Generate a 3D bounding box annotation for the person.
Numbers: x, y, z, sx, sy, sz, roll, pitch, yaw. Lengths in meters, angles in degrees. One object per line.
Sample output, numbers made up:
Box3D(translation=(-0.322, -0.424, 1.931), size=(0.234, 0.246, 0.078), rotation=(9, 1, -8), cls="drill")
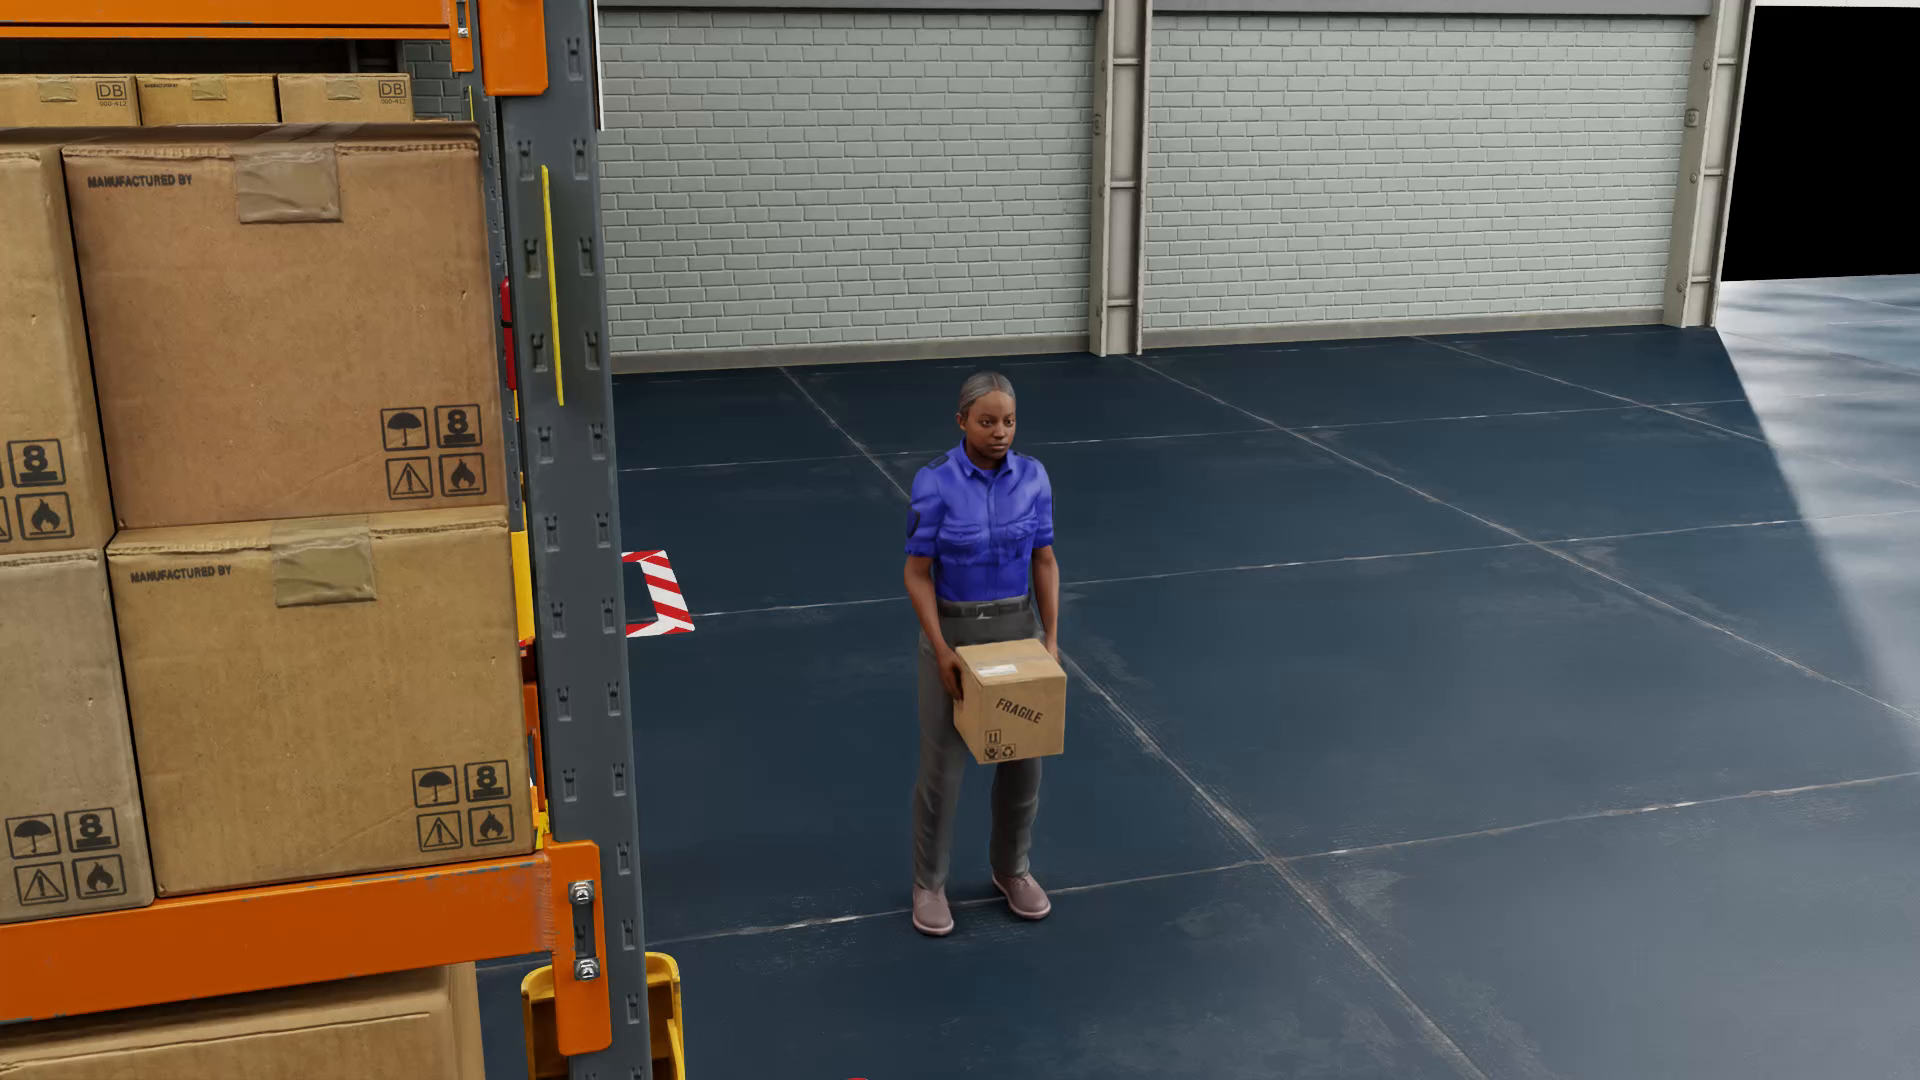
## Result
Box3D(translation=(0.075, 0.330, 4.885), size=(0.481, 1.662, 0.391), rotation=(-5, 17, -16), cls="person")
